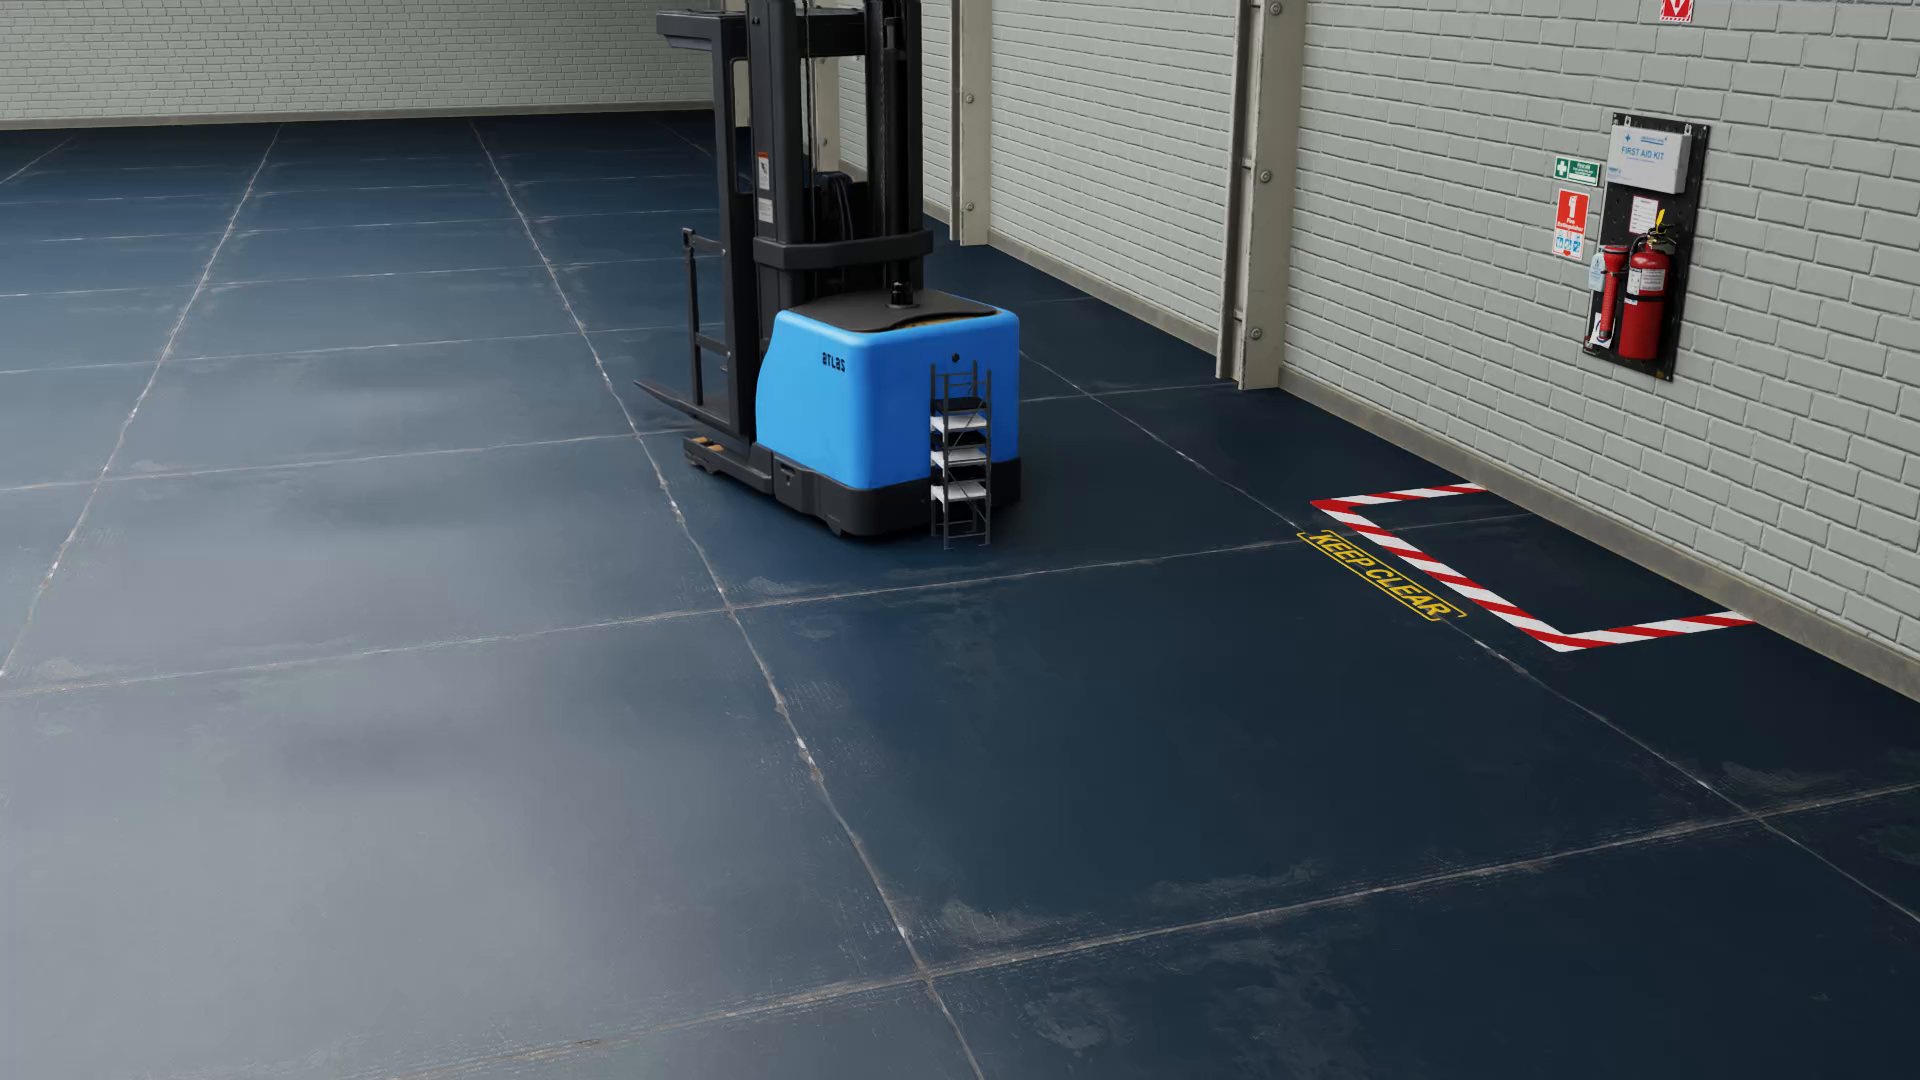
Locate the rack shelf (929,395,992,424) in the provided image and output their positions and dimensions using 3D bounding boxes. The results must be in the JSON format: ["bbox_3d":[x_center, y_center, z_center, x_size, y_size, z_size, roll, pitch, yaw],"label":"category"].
[{"bbox_3d":[0.003,-0.643,8.176,0.258,0.077,0.200,-7,21,-18],"label":"rack shelf"}]

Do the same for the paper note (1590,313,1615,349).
[{"bbox_3d":[3.143,-1.026,8.137,0.016,0.148,0.142,-6,21,-17],"label":"paper note"}]

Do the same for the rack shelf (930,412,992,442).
[{"bbox_3d":[0.003,-0.559,8.207,0.258,0.077,0.200,-7,21,-18],"label":"rack shelf"}]

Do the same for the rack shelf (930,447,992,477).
[{"bbox_3d":[0.003,-0.389,8.268,0.258,0.077,0.200,-7,21,-18],"label":"rack shelf"}]

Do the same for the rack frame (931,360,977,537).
[{"bbox_3d":[-0.030,-0.453,8.347,0.240,0.900,0.006,-7,21,-18],"label":"rack frame"}]

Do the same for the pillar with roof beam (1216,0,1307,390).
[{"bbox_3d":[-2.099,-4.870,8.664,9.100,9.000,0.400,-6,21,-17],"label":"pillar with roof beam"}]

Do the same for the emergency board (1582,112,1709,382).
[{"bbox_3d":[3.133,-1.376,7.810,0.194,1.169,0.643,-6,21,-17],"label":"emergency board"}]

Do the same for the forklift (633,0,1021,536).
[{"bbox_3d":[-0.939,-1.837,9.195,1.130,2.935,3.031,-13,24,-33],"label":"forklift"}]

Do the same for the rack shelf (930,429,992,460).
[{"bbox_3d":[0.003,-0.474,8.237,0.258,0.077,0.200,-7,21,-18],"label":"rack shelf"}]

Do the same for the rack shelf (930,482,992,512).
[{"bbox_3d":[0.003,-0.220,8.328,0.258,0.077,0.200,-7,21,-18],"label":"rack shelf"}]

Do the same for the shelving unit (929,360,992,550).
[{"bbox_3d":[0.003,-0.421,8.256,0.258,0.900,0.210,-7,21,-18],"label":"shelving unit"}]

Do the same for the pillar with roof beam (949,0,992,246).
[{"bbox_3d":[-3.985,-6.796,14.024,9.100,9.000,0.400,-6,21,-17],"label":"pillar with roof beam"}]

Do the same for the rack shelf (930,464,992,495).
[{"bbox_3d":[0.003,-0.305,8.298,0.258,0.077,0.200,-7,21,-18],"label":"rack shelf"}]

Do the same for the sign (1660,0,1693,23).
[{"bbox_3d":[3.225,-2.480,7.455,0.001,0.298,0.199,-6,21,-17],"label":"sign"}]

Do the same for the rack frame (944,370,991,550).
[{"bbox_3d":[0.036,-0.388,8.166,0.240,0.900,0.006,-7,21,-18],"label":"rack frame"}]

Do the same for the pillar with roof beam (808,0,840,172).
[{"bbox_3d":[-5.870,-8.721,19.385,9.100,9.000,0.400,-6,21,-17],"label":"pillar with roof beam"}]

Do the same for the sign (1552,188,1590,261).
[{"bbox_3d":[3.058,-1.581,8.328,0.001,0.329,0.234,-6,21,-17],"label":"sign"}]

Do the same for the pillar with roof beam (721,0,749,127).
[{"bbox_3d":[-7.756,-10.647,24.746,9.100,9.000,0.400,-6,21,-17],"label":"pillar with roof beam"}]

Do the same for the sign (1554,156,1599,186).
[{"bbox_3d":[3.051,-1.828,8.232,0.001,0.109,0.331,-6,21,-17],"label":"sign"}]
